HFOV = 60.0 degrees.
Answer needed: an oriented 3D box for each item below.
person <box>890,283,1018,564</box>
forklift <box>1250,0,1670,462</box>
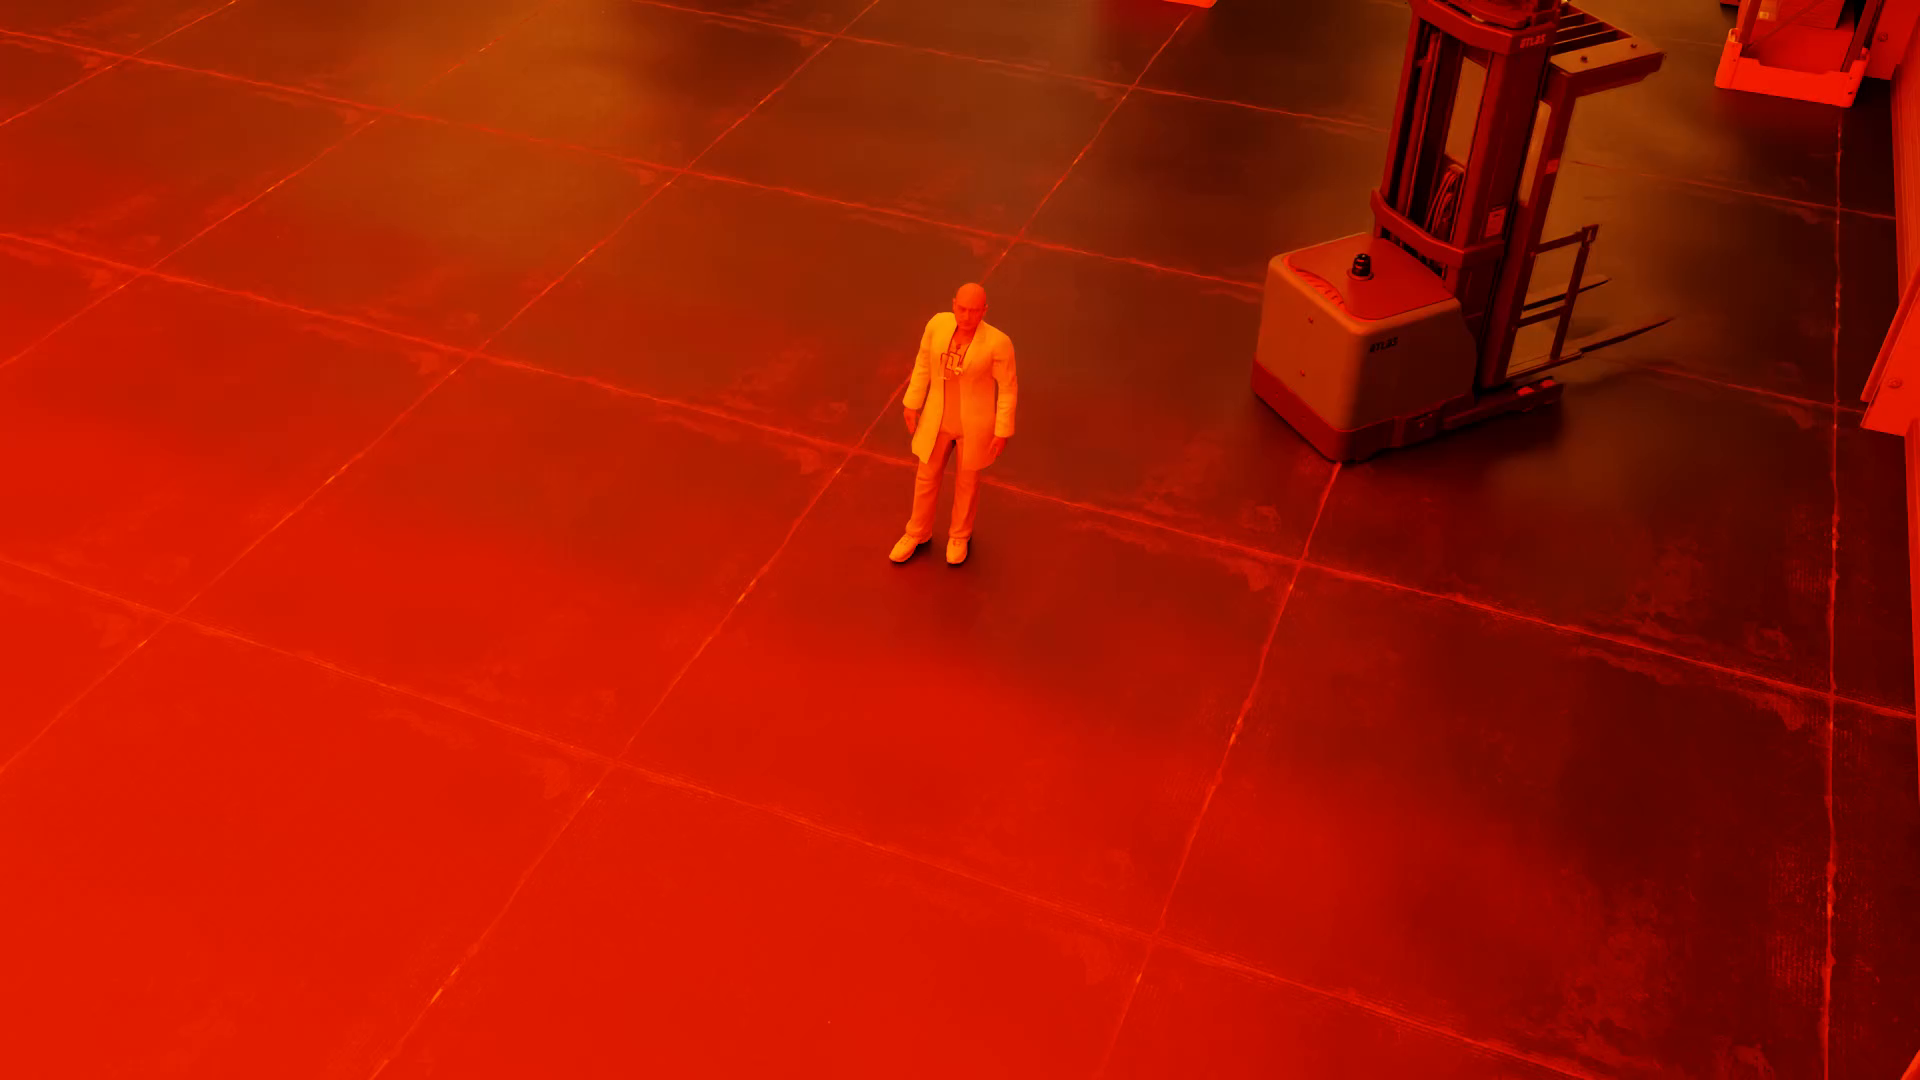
[{"bbox_3d":[-0.038,-0.634,9.651,0.696,1.777,0.578,15,42,17],"label":"person"},{"bbox_3d":[3.549,-2.287,10.739,3.031,2.935,1.130,-18,43,-20],"label":"forklift"}]
